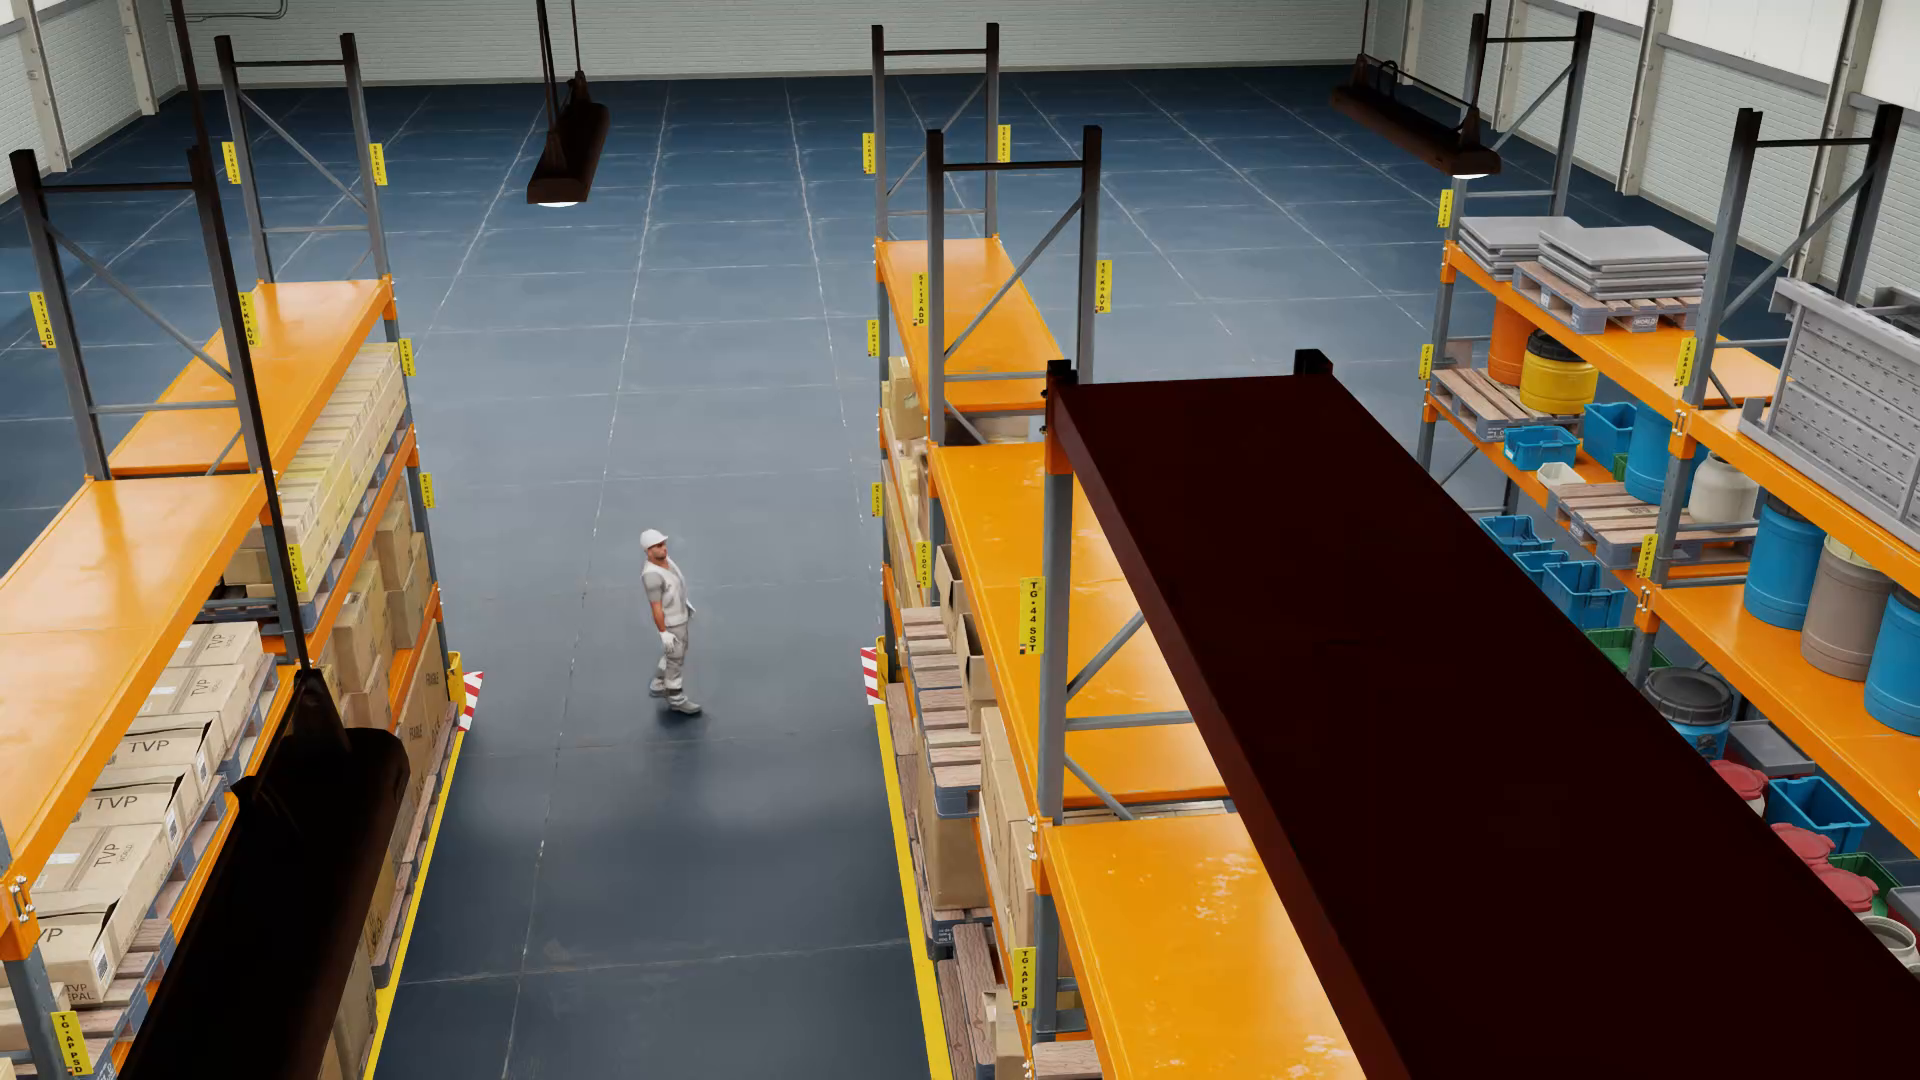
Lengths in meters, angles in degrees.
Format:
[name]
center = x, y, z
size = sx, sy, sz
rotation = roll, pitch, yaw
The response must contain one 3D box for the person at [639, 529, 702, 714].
[person]
center = -2.583, 0.732, 14.893
size = 0.498, 1.787, 0.633
rotation = -8, 27, -17
